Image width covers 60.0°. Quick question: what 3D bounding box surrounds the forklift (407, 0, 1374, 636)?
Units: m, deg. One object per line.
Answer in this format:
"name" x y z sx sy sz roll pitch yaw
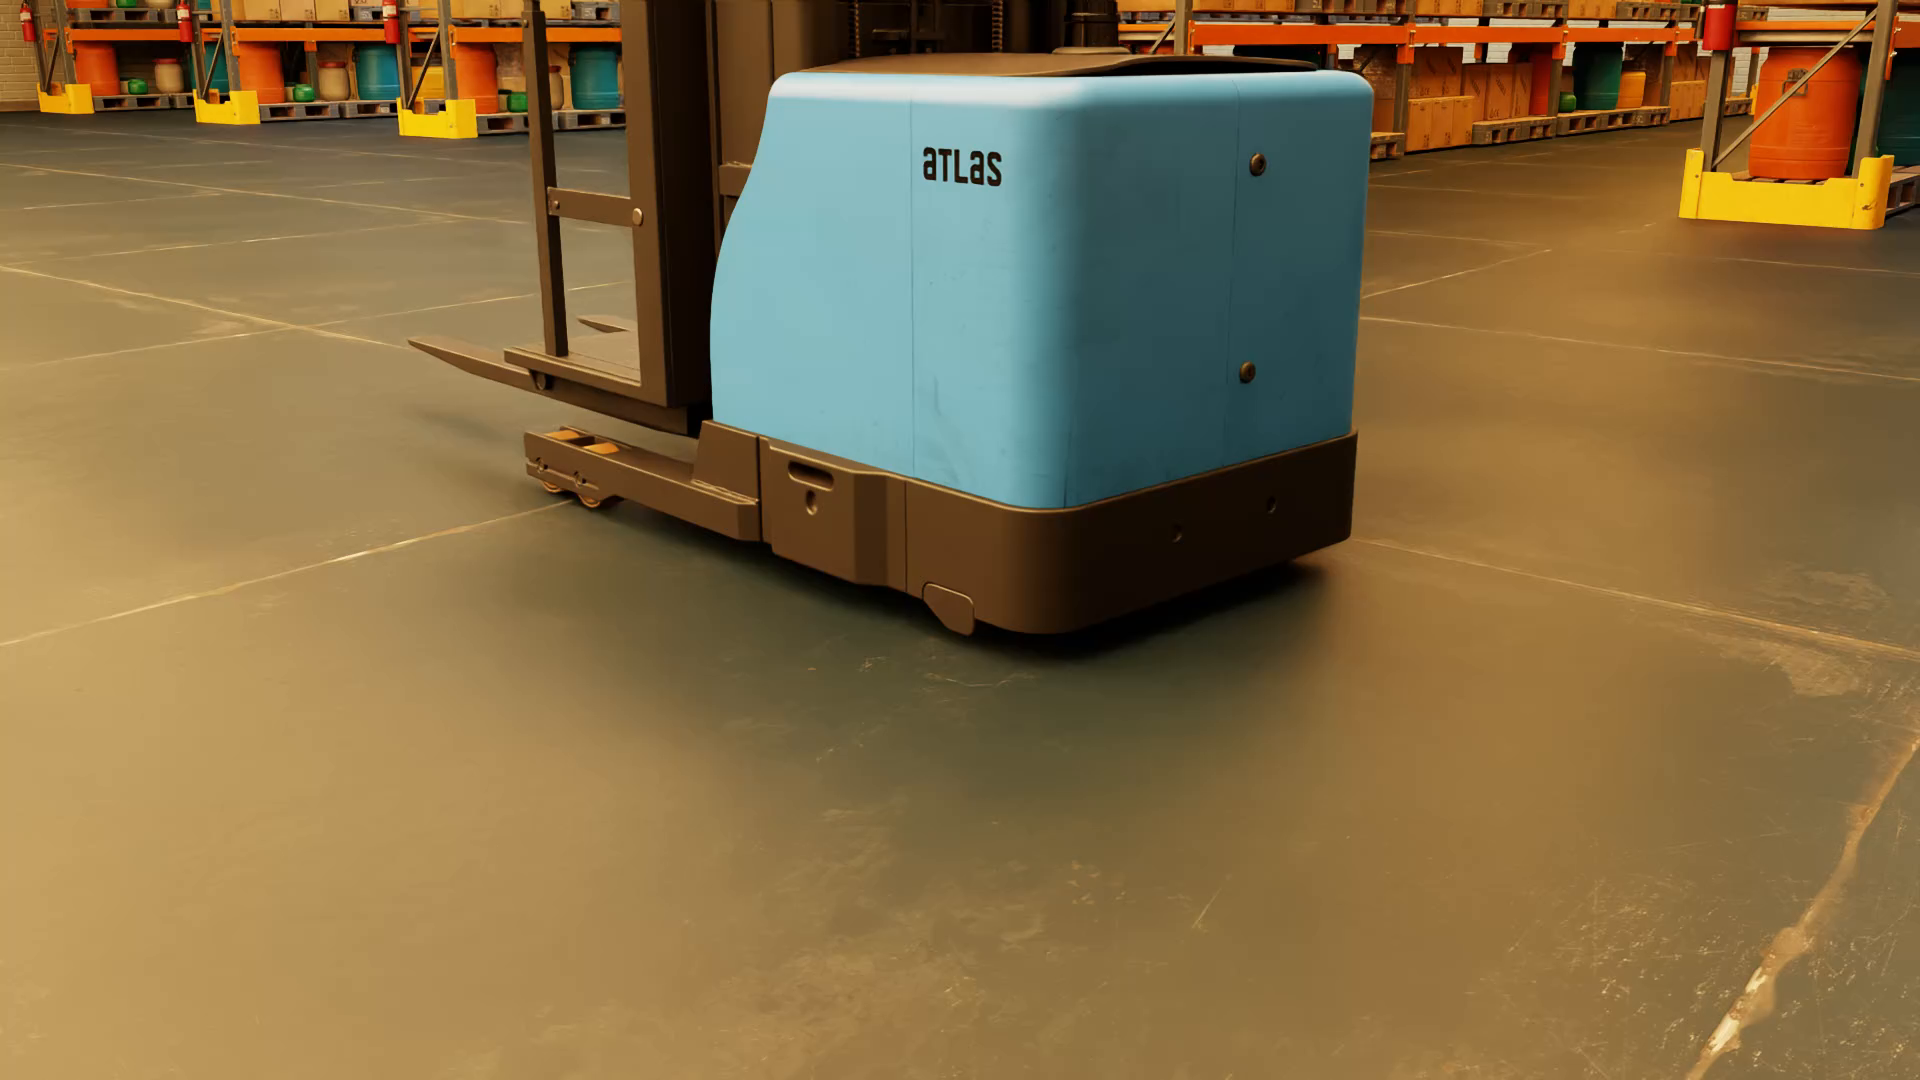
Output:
"forklift" -0.488 -1.571 4.070 1.130 2.935 3.031 -15 22 -40
